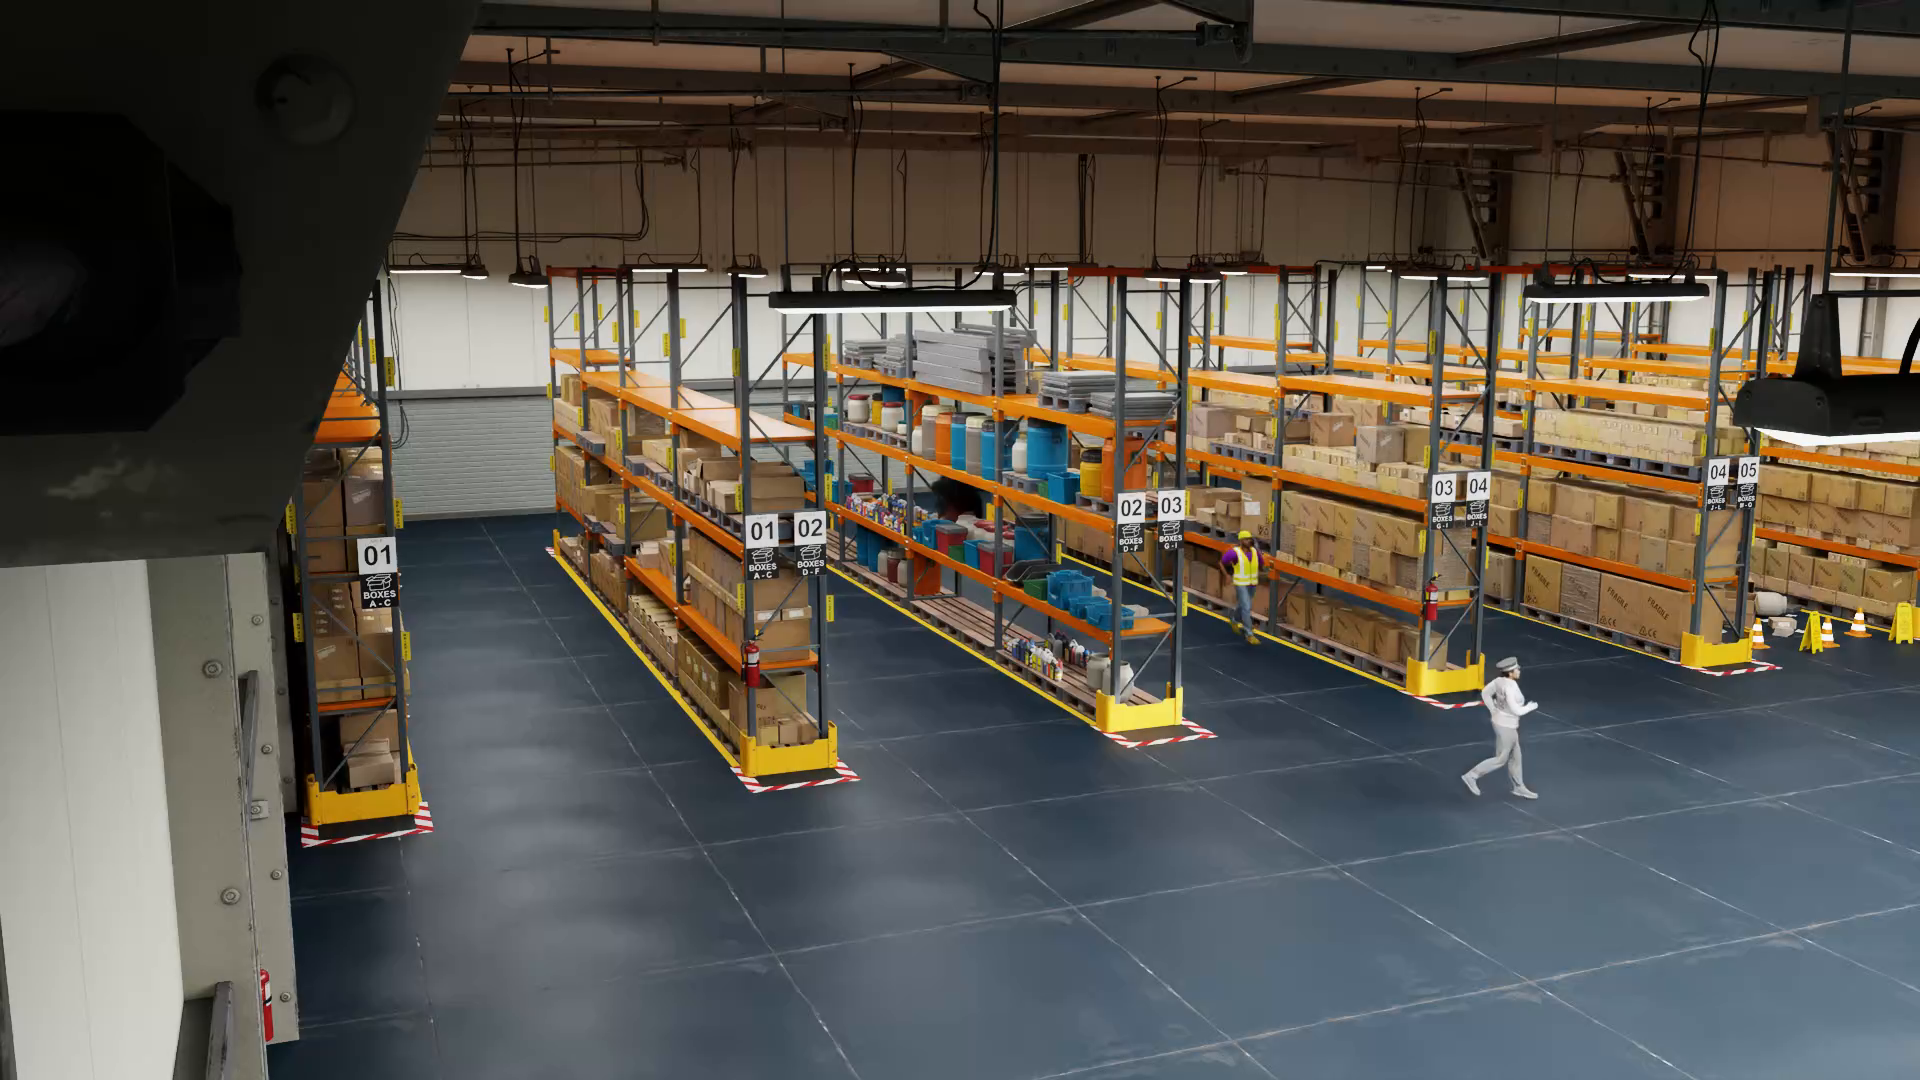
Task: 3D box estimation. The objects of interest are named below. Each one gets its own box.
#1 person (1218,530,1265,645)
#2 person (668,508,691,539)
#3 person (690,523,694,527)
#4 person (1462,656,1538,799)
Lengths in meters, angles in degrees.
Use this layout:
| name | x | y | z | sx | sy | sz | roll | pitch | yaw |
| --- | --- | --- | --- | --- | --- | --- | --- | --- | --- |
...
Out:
| name | x | y | z | sx | sy | sz | roll | pitch | yaw |
| --- | --- | --- | --- | --- | --- | --- | --- | --- | --- |
| person | 4.557 | 0.679 | 26.507 | 0.700 | 1.676 | 0.965 | -5 | 11 | -26 |
| person | -5.841 | -0.465 | 34.760 | 0.590 | 1.617 | 0.601 | -6 | 11 | -30 |
| person | -5.044 | -0.073 | 32.775 | 0.501 | 1.553 | 0.692 | -5 | 11 | -29 |
| person | 6.277 | 2.166 | 19.227 | 0.899 | 1.687 | 0.631 | 1 | 10 | 4 |
